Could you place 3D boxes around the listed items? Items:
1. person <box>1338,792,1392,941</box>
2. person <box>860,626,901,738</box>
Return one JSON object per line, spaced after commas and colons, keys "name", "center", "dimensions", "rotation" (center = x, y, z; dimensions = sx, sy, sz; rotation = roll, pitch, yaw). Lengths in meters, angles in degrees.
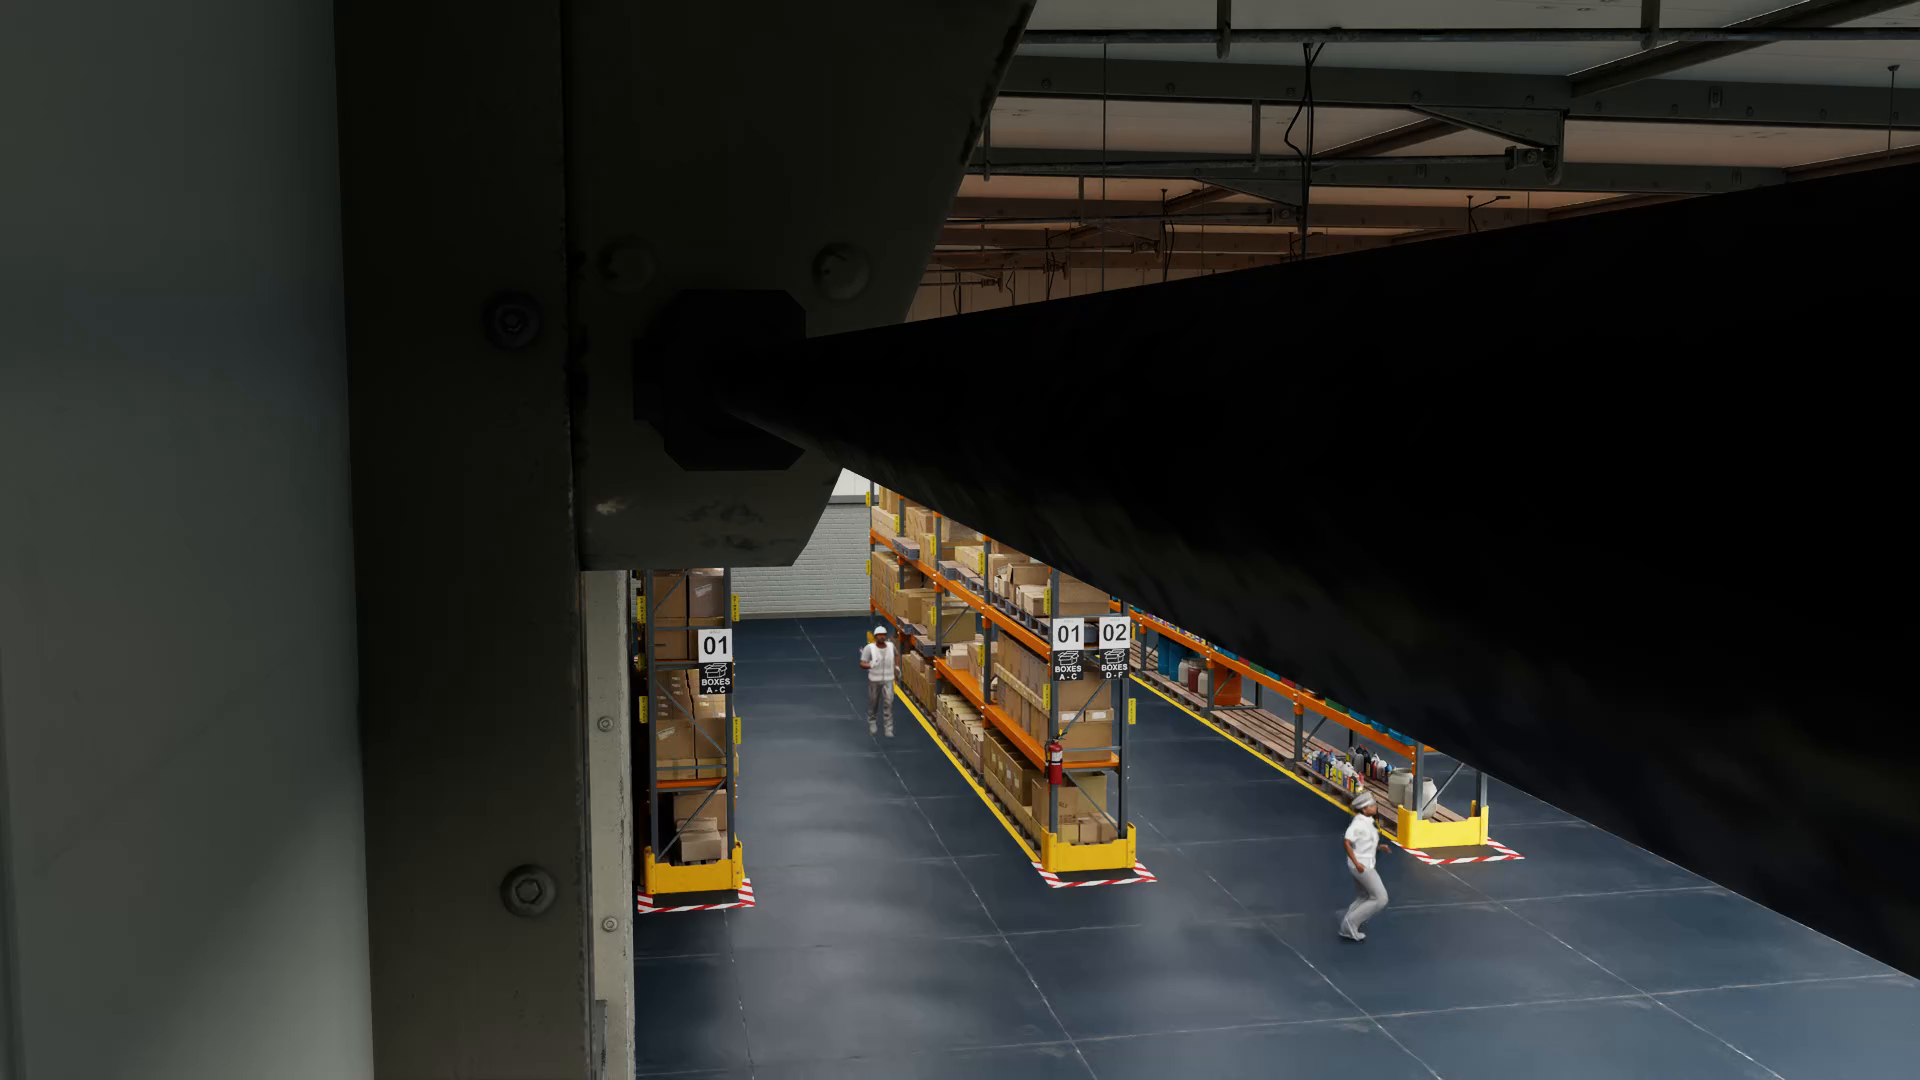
{"name": "person", "center": [4.454, 3.583, 18.274], "dimensions": [0.546, 1.670, 0.628], "rotation": [2, 6, 17]}
{"name": "person", "center": [-1.285, 2.321, 27.169], "dimensions": [0.696, 1.821, 0.923], "rotation": [-1, 6, -13]}
